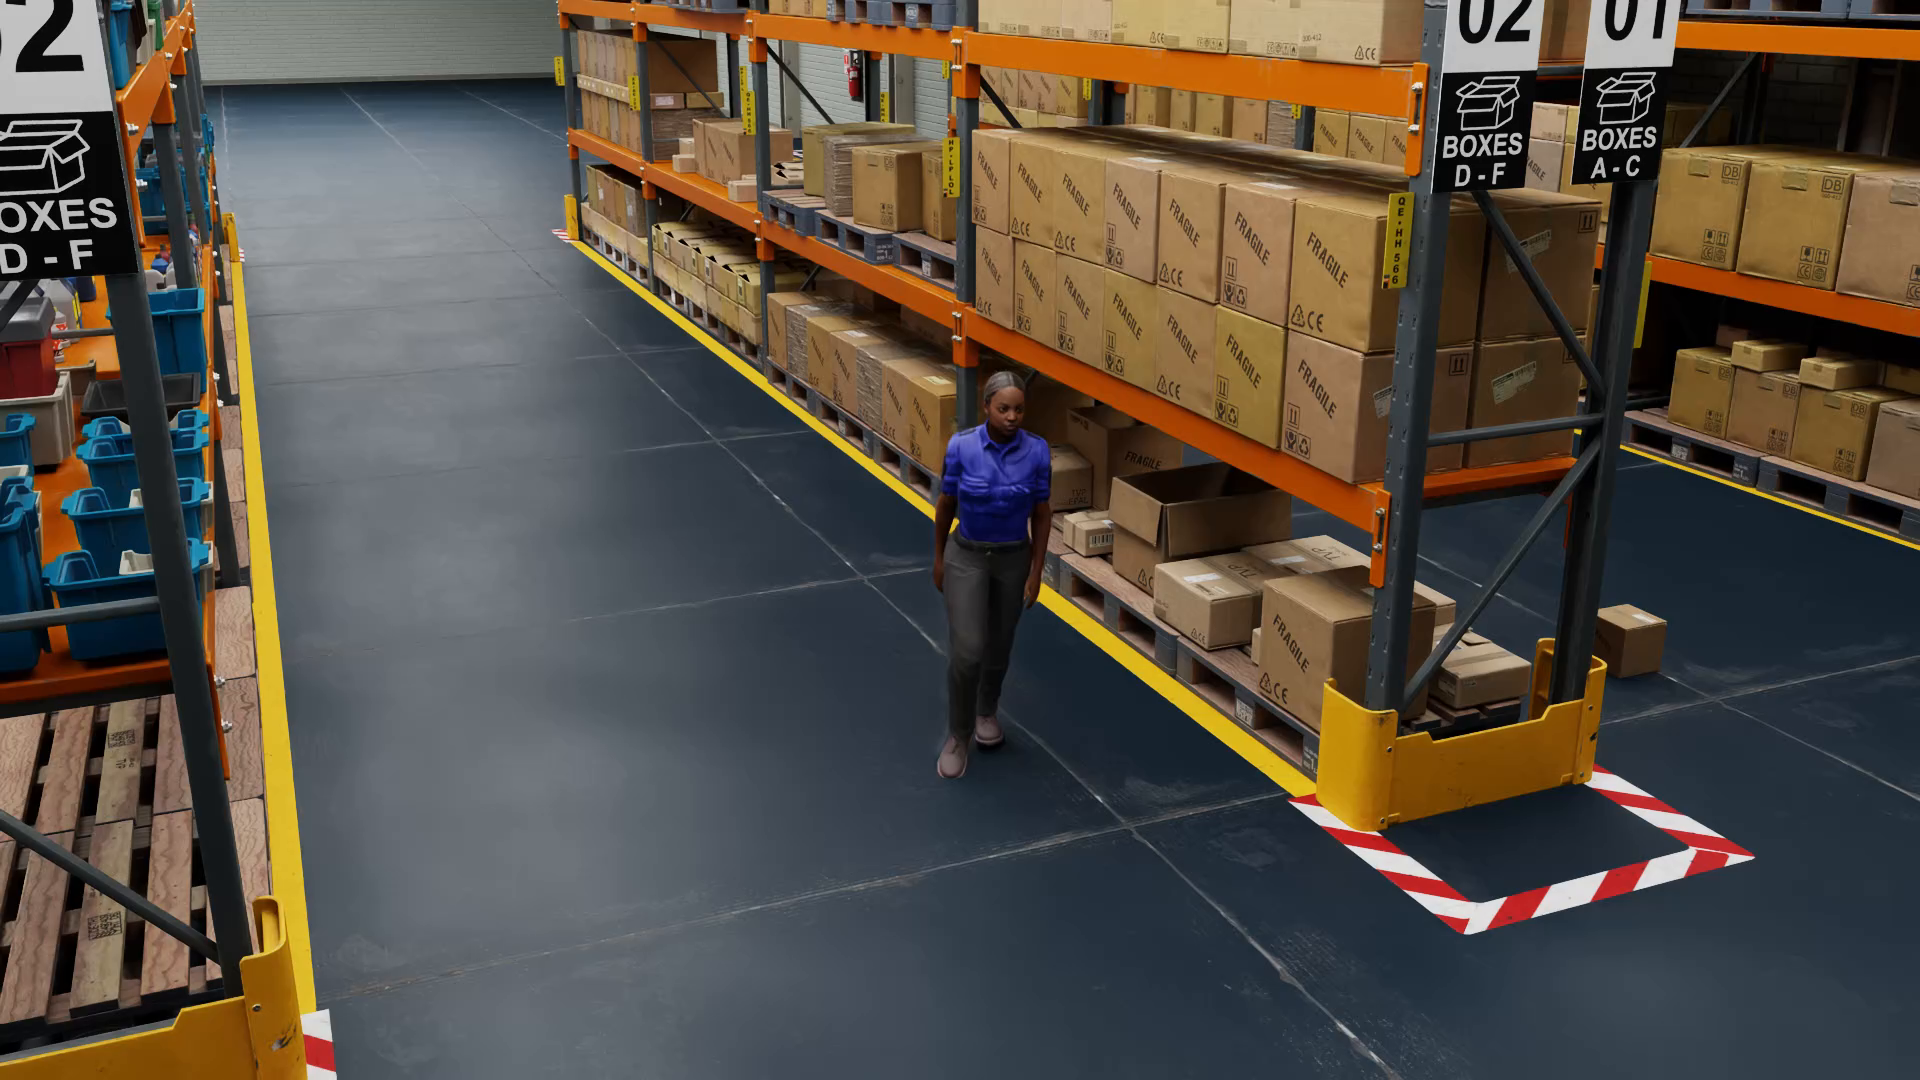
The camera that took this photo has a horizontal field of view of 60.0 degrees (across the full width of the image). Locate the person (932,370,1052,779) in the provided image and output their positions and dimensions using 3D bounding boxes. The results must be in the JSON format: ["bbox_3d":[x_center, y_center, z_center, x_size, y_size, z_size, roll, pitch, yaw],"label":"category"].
[{"bbox_3d":[0.114,0.116,6.750,0.482,1.682,0.533,-4,19,-10],"label":"person"}]
